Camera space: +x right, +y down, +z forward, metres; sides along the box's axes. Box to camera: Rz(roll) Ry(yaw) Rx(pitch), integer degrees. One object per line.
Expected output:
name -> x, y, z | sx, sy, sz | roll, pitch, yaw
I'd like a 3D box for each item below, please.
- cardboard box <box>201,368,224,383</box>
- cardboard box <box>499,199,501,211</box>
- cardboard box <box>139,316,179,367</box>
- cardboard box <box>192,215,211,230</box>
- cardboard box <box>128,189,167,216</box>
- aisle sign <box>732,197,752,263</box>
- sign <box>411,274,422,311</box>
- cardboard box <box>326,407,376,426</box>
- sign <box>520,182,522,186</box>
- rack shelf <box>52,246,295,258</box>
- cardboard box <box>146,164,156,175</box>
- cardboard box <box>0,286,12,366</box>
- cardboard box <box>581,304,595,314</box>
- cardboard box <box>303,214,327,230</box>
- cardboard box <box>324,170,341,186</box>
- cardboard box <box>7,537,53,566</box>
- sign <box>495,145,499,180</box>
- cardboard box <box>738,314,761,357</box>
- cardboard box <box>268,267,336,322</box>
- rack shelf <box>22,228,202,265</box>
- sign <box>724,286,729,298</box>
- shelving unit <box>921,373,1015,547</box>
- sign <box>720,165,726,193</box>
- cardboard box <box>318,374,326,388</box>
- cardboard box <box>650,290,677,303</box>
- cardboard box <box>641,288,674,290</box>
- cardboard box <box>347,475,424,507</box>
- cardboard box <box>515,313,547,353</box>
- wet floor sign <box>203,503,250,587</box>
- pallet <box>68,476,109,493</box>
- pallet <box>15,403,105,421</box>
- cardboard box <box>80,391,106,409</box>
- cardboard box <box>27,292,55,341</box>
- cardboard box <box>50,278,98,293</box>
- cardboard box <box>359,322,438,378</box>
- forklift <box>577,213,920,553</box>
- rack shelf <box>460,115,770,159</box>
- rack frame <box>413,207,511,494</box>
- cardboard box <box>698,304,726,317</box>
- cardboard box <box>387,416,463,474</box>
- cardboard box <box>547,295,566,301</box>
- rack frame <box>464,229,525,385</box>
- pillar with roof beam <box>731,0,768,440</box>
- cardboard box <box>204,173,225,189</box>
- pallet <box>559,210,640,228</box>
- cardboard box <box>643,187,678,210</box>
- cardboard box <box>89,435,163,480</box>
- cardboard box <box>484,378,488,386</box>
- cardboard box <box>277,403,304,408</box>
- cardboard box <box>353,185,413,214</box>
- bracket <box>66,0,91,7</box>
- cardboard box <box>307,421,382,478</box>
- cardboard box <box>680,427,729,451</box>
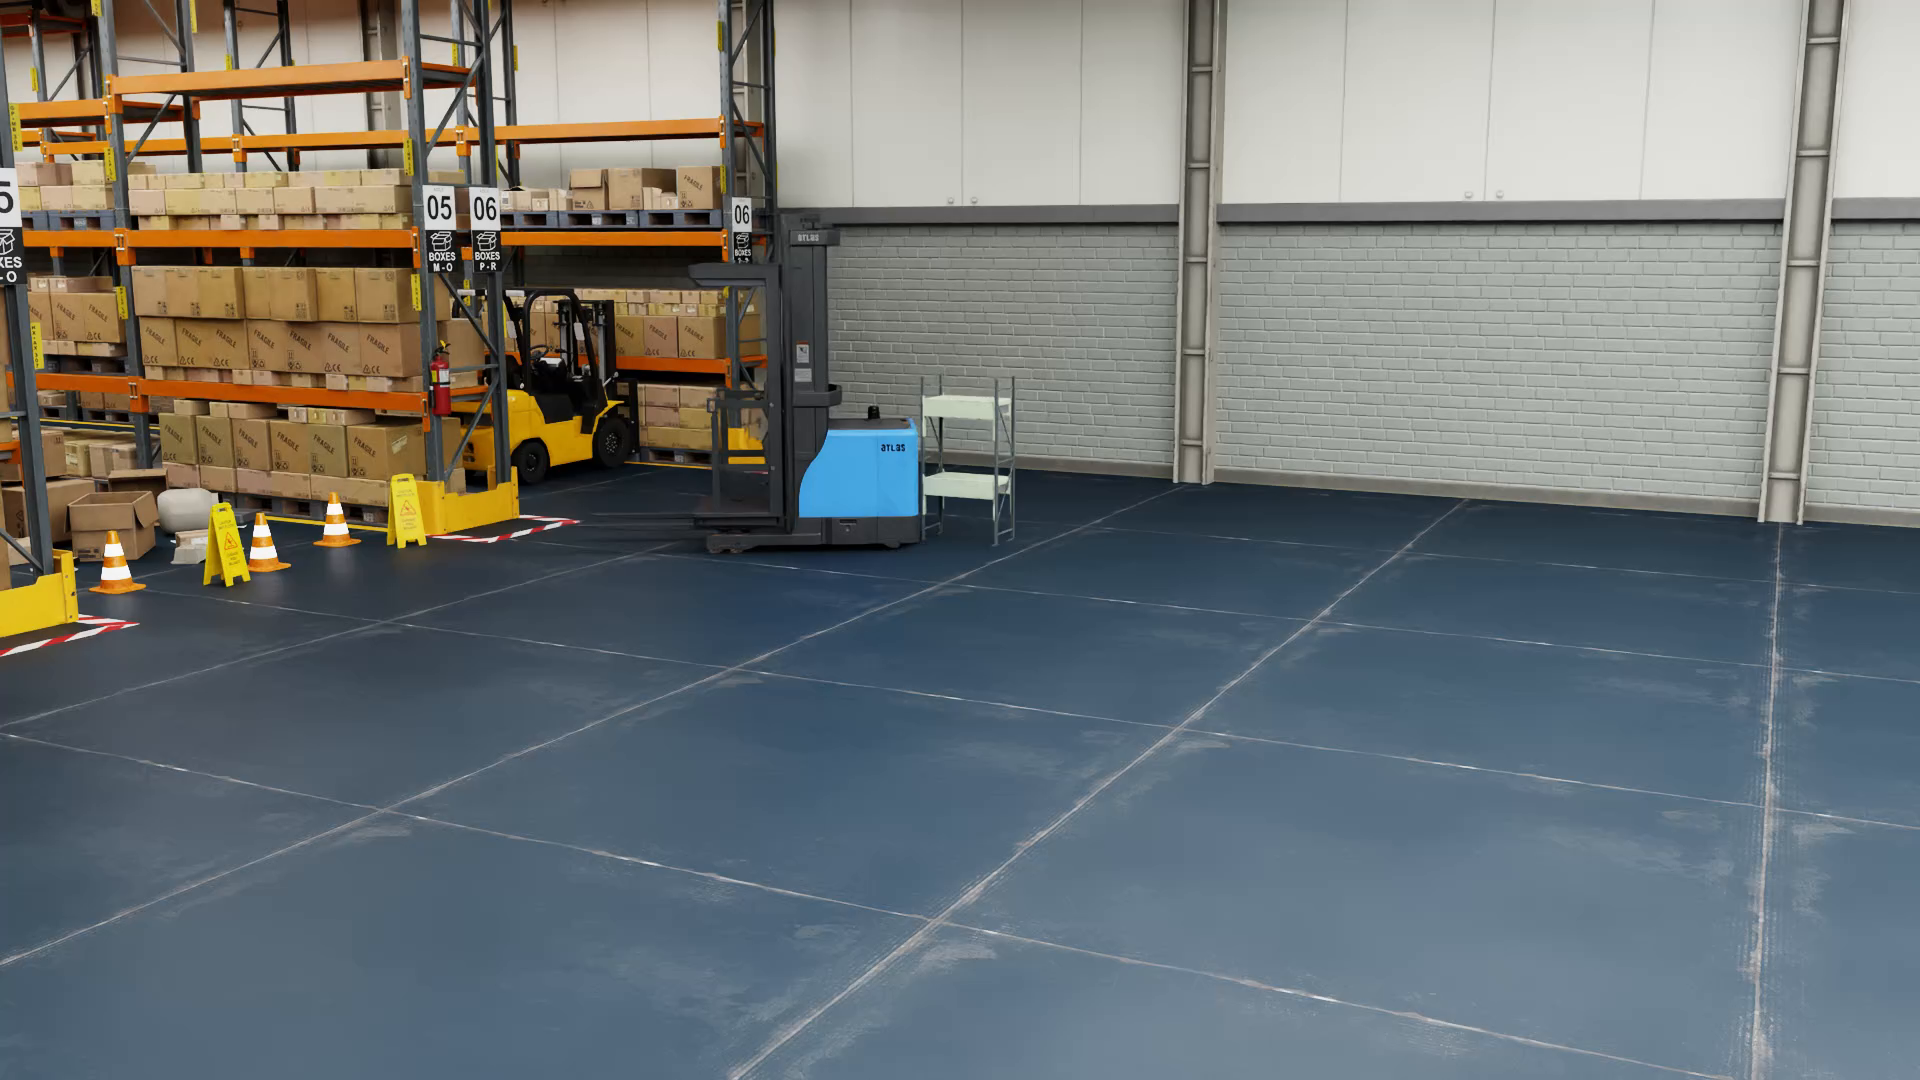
cardboard box -> -7.431, -1.681, 16.822 | 0.250, 0.149, 0.380 | 5, 12, 28
cardboard box -> -5.818, -4.251, 21.139 | 0.250, 0.149, 0.380 | 5, 12, 27
cardboard box -> -8.008, -2.050, 17.039 | 0.500, 0.500, 0.500 | 5, 11, 26
cardboard box -> -7.420, -3.165, 16.597 | 0.250, 0.149, 0.380 | 5, 12, 28
cardboard box -> -8.006, -3.404, 16.798 | 0.500, 0.250, 0.500 | 5, 11, 25
aisle sign -> -2.570, -3.639, 19.632 | 0.004, 0.787, 0.394 | 5, 11, 26
sign -> -4.955, -2.257, 15.158 | 0.005, 0.325, 0.100 | 5, 11, 26
cardboard box -> -5.885, -1.200, 16.072 | 0.250, 0.149, 0.380 | 5, 12, 27
sign -> -5.842, -4.585, 22.064 | 0.005, 0.325, 0.100 | 5, 11, 26
rack shelf -> -11.467, -4.322, 24.303 | 4.000, 0.370, 1.077 | 5, 11, 26
cardboard box -> -9.077, -3.936, 17.992 | 0.500, 0.250, 0.500 | 5, 11, 25
cardboard box -> -7.107, -1.461, 11.444 | 0.550, 0.550, 0.875 | 5, 11, 26
cardboard box -> -4.539, -2.903, 20.765 | 0.250, 0.149, 0.380 | 5, 11, 25
cardboard box -> -6.039, -3.038, 15.895 | 0.250, 0.149, 0.380 | 5, 11, 25
cardboard box -> -5.782, -3.415, 15.738 | 0.250, 0.149, 0.380 | 5, 11, 26
cardboard box -> -8.022, 0.052, 14.220 | 0.258, 0.266, 0.396 | 7, 13, 36
sign -> -4.452, -3.611, 15.904 | 0.005, 0.325, 0.100 | 5, 11, 26
cardboard box -> -2.820, -2.544, 20.604 | 0.500, 0.500, 0.500 | 5, 12, 28
cardboard box -> -6.200, -2.376, 16.033 | 0.500, 0.500, 0.700 | 5, 11, 25
rack shelf -> -10.073, -3.213, 18.179 | 4.000, 0.370, 1.077 | 5, 11, 26
sign -> -2.752, -3.012, 19.555 | 0.005, 0.325, 0.100 | 5, 11, 26
shelving unit -> 0.073, -0.739, 15.120 | 0.755, 1.500, 0.431 | 5, 11, 25
sign -> -2.752, -4.199, 19.340 | 0.005, 0.325, 0.100 | 5, 11, 26
cardboard box -> -6.030, -1.574, 16.230 | 0.250, 0.149, 0.380 | 5, 11, 27
cardboard box -> -3.585, -2.983, 20.373 | 0.250, 0.149, 0.380 | 5, 11, 26
cardboard box -> -3.823, -3.106, 21.054 | 0.250, 0.149, 0.380 | 5, 11, 24
cardboard box -> -5.557, -0.495, 16.102 | 0.500, 0.250, 0.500 | 5, 11, 26
cardboard box -> -5.329, -2.661, 21.249 | 0.500, 0.500, 0.500 | 5, 12, 27
wet floor sign -> -5.889, 0.025, 13.302 | 0.232, 0.644, 0.267 | 3, 11, 16
pallet -> -8.978, -0.623, 18.098 | 1.213, 0.211, 1.003 | 5, 11, 26
pallet -> -13.876, -2.039, 25.925 | 1.213, 0.211, 1.003 | 5, 11, 26
cardboard box -> -12.926, -2.260, 25.153 | 0.500, 0.500, 0.500 | 6, 12, 28
cardboard box -> -9.700, -2.416, 17.882 | 0.500, 0.500, 0.500 | 5, 12, 28
cardboard box -> -9.417, -2.708, 17.671 | 0.250, 0.149, 0.380 | 5, 11, 24
cardboard box -> -5.301, -1.813, 15.728 | 0.500, 0.500, 0.500 | 5, 11, 25
forklift -> -1.894, -1.423, 14.882 | 3.031, 2.935, 1.130 | -1, 10, -3
rack shelf -> -4.293, -4.970, 20.588 | 4.000, 0.370, 1.077 | 5, 11, 26
rack frame -> -4.692, -1.618, 15.770 | 0.127, 3.000, 1.000 | 5, 11, 26
cardboard box -> -2.934, -2.762, 19.989 | 0.250, 0.149, 0.380 | 5, 11, 27
cardboard box -> -5.314, -0.951, 16.516 | 0.500, 0.500, 0.500 | 5, 11, 24
cardboard box -> -4.994, -3.091, 20.970 | 0.250, 0.149, 0.380 | 5, 11, 25
rack frame -> -6.086, -2.727, 21.893 | 0.127, 3.000, 1.000 | 5, 11, 26
pillar with roof beam -> -4.629, -4.875, 16.917 | 0.400, 9.000, 9.100 | 5, 11, 26
cardboard box -> -7.193, -3.527, 16.359 | 0.250, 0.149, 0.380 | 5, 11, 24
pallet -> -4.220, -4.000, 20.753 | 1.213, 0.211, 1.003 | 5, 11, 26
cardboard box -> -3.604, -4.114, 20.053 | 0.258, 0.266, 0.396 | 5, 11, 26
cardboard box -> -8.750, -0.888, 17.934 | 0.625, 0.372, 0.950 | 5, 11, 27
cardboard box -> -5.791, -1.984, 21.524 | 0.500, 0.250, 0.500 | 5, 11, 25
cardboard box -> -9.120, -2.029, 23.525 | 0.625, 0.625, 0.875 | 5, 12, 28
cardboard box -> -5.270, -3.164, 15.475 | 0.500, 0.250, 0.500 | 5, 11, 25
bracket -> -13.271, -8.190, 25.126 | 0.430, 0.232, 0.235 | 5, 11, 26
cardboard box -> -5.995, -0.903, 16.254 | 0.500, 0.500, 0.500 | 6, 12, 28
cardboard box -> -3.060, -1.252, 20.285 | 0.500, 0.250, 0.500 | 5, 11, 26
